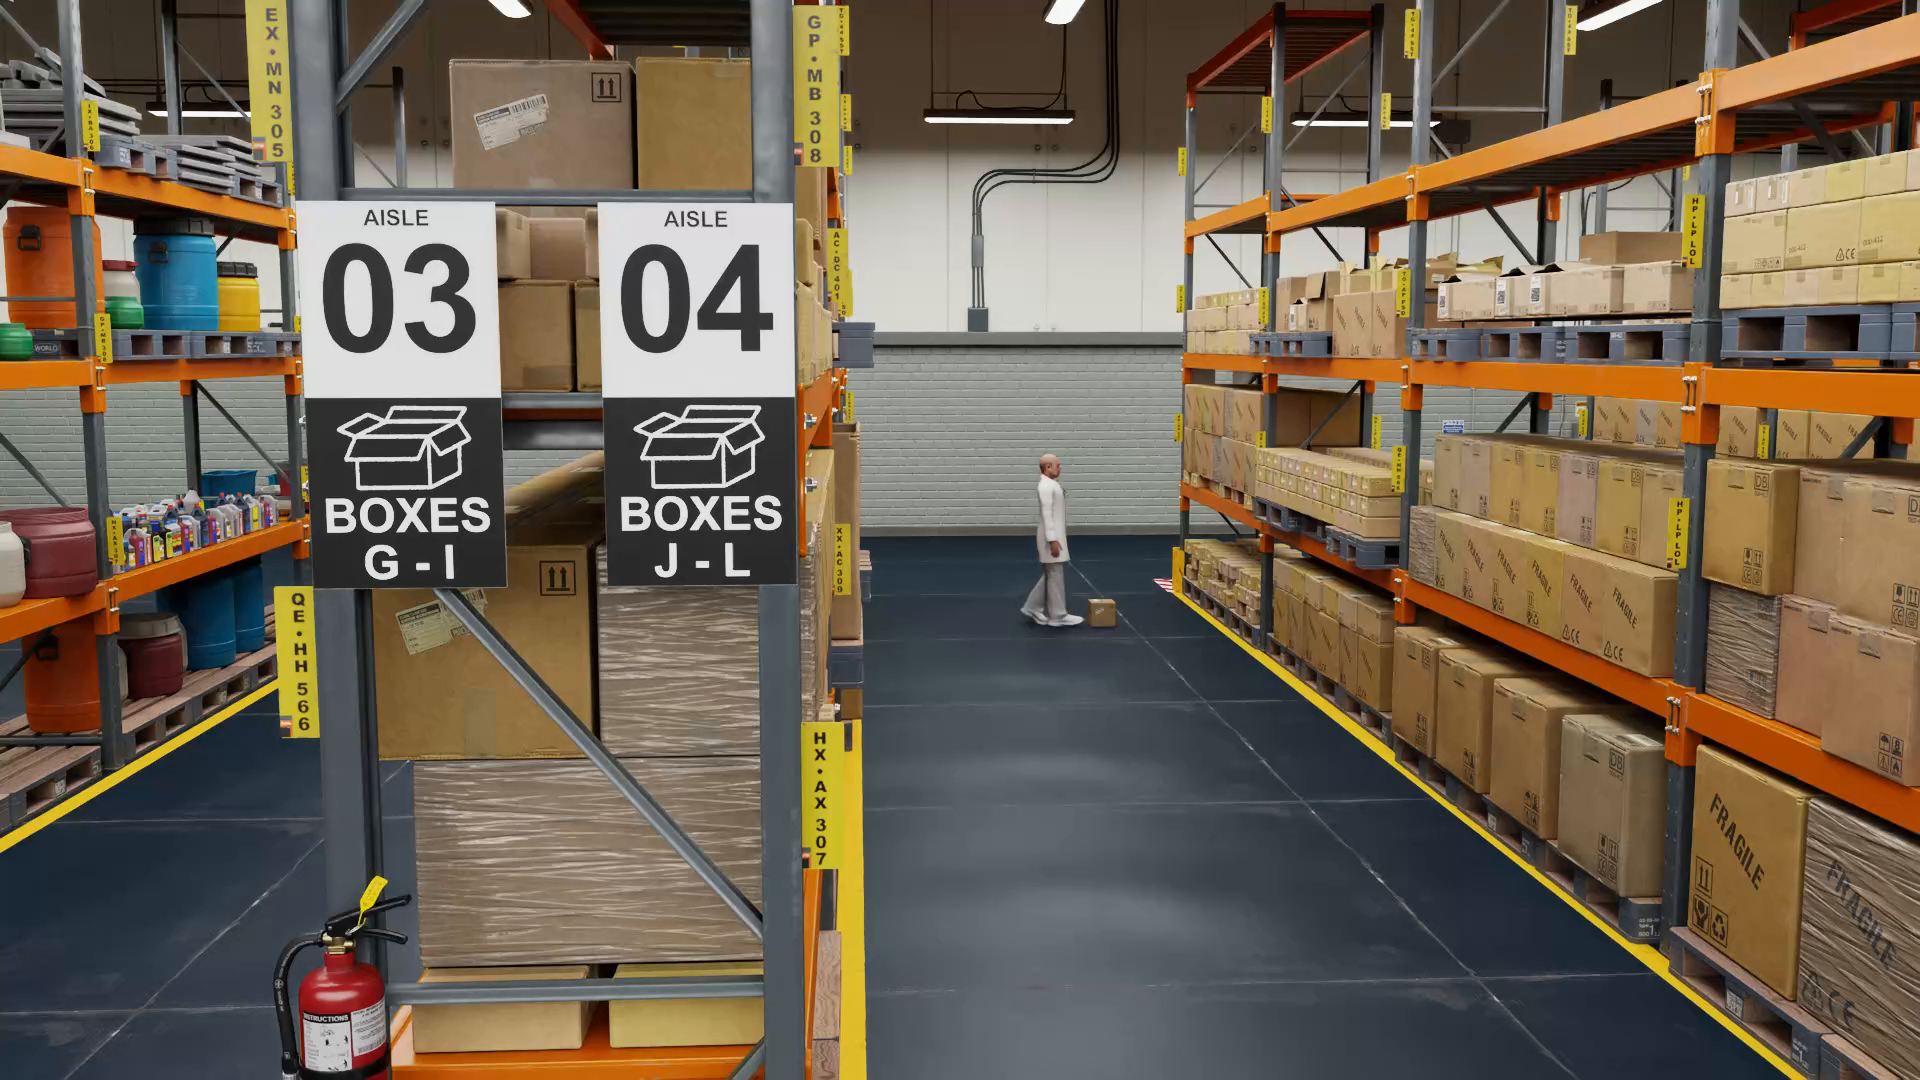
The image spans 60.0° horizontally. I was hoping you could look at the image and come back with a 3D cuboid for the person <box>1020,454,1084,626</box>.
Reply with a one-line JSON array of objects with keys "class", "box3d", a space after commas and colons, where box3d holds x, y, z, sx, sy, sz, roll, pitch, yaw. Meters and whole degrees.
[{"class": "person", "box3d": [0.955, 0.010, 17.234, 0.664, 1.802, 0.613, 0, 7, 4]}]
